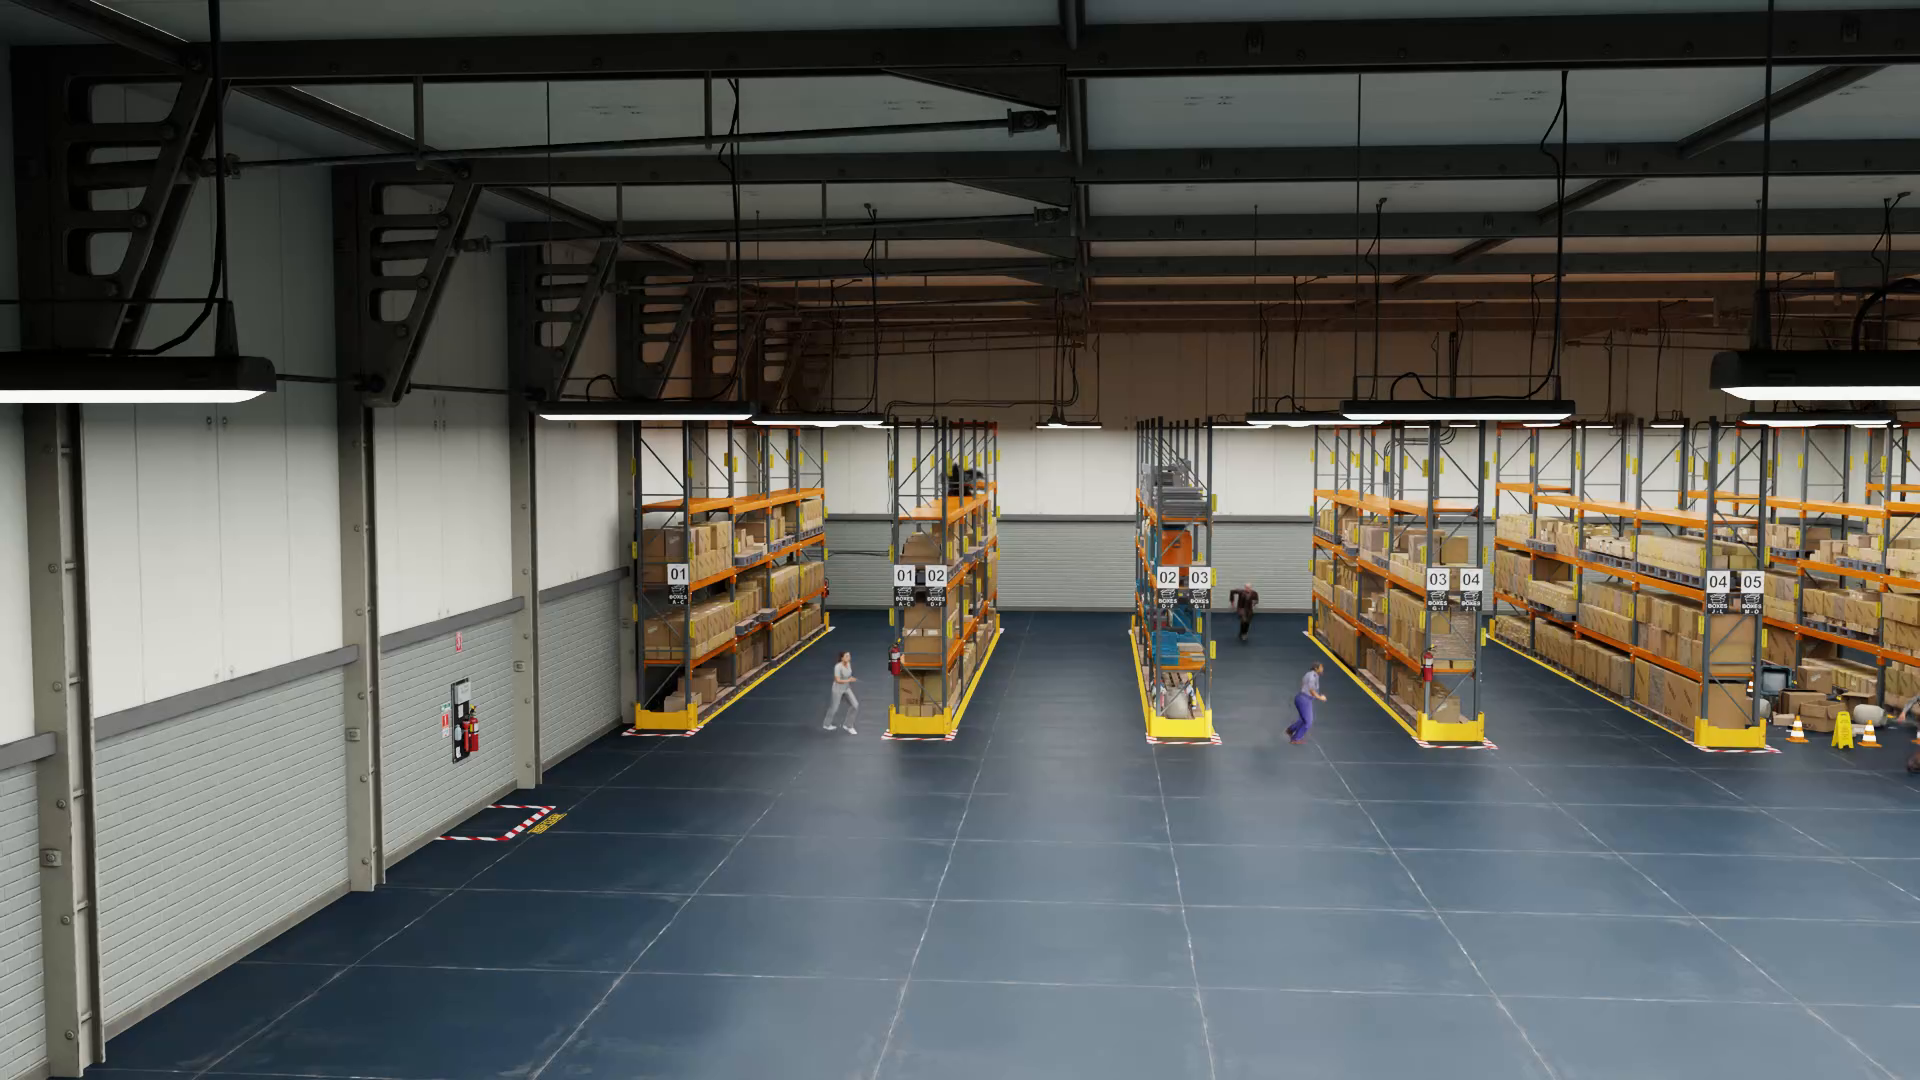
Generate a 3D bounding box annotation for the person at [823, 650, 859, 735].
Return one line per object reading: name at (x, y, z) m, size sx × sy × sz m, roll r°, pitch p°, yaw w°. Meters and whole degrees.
person at (-2.252, 2.857, 31.354) m, size 0.497 × 1.615 × 0.929 m, roll -4°, pitch 5°, yaw -44°

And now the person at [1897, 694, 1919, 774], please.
person at (16.229, 3.109, 27.750) m, size 0.818 × 1.633 × 0.696 m, roll 0°, pitch 4°, yaw 1°

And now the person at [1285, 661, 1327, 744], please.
person at (6.345, 2.980, 30.450) m, size 0.723 × 1.527 × 0.584 m, roll 1°, pitch 4°, yaw 8°

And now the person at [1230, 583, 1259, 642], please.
person at (7.725, 1.959, 45.265) m, size 0.743 × 1.647 × 1.025 m, roll 0°, pitch 4°, yaw -6°
